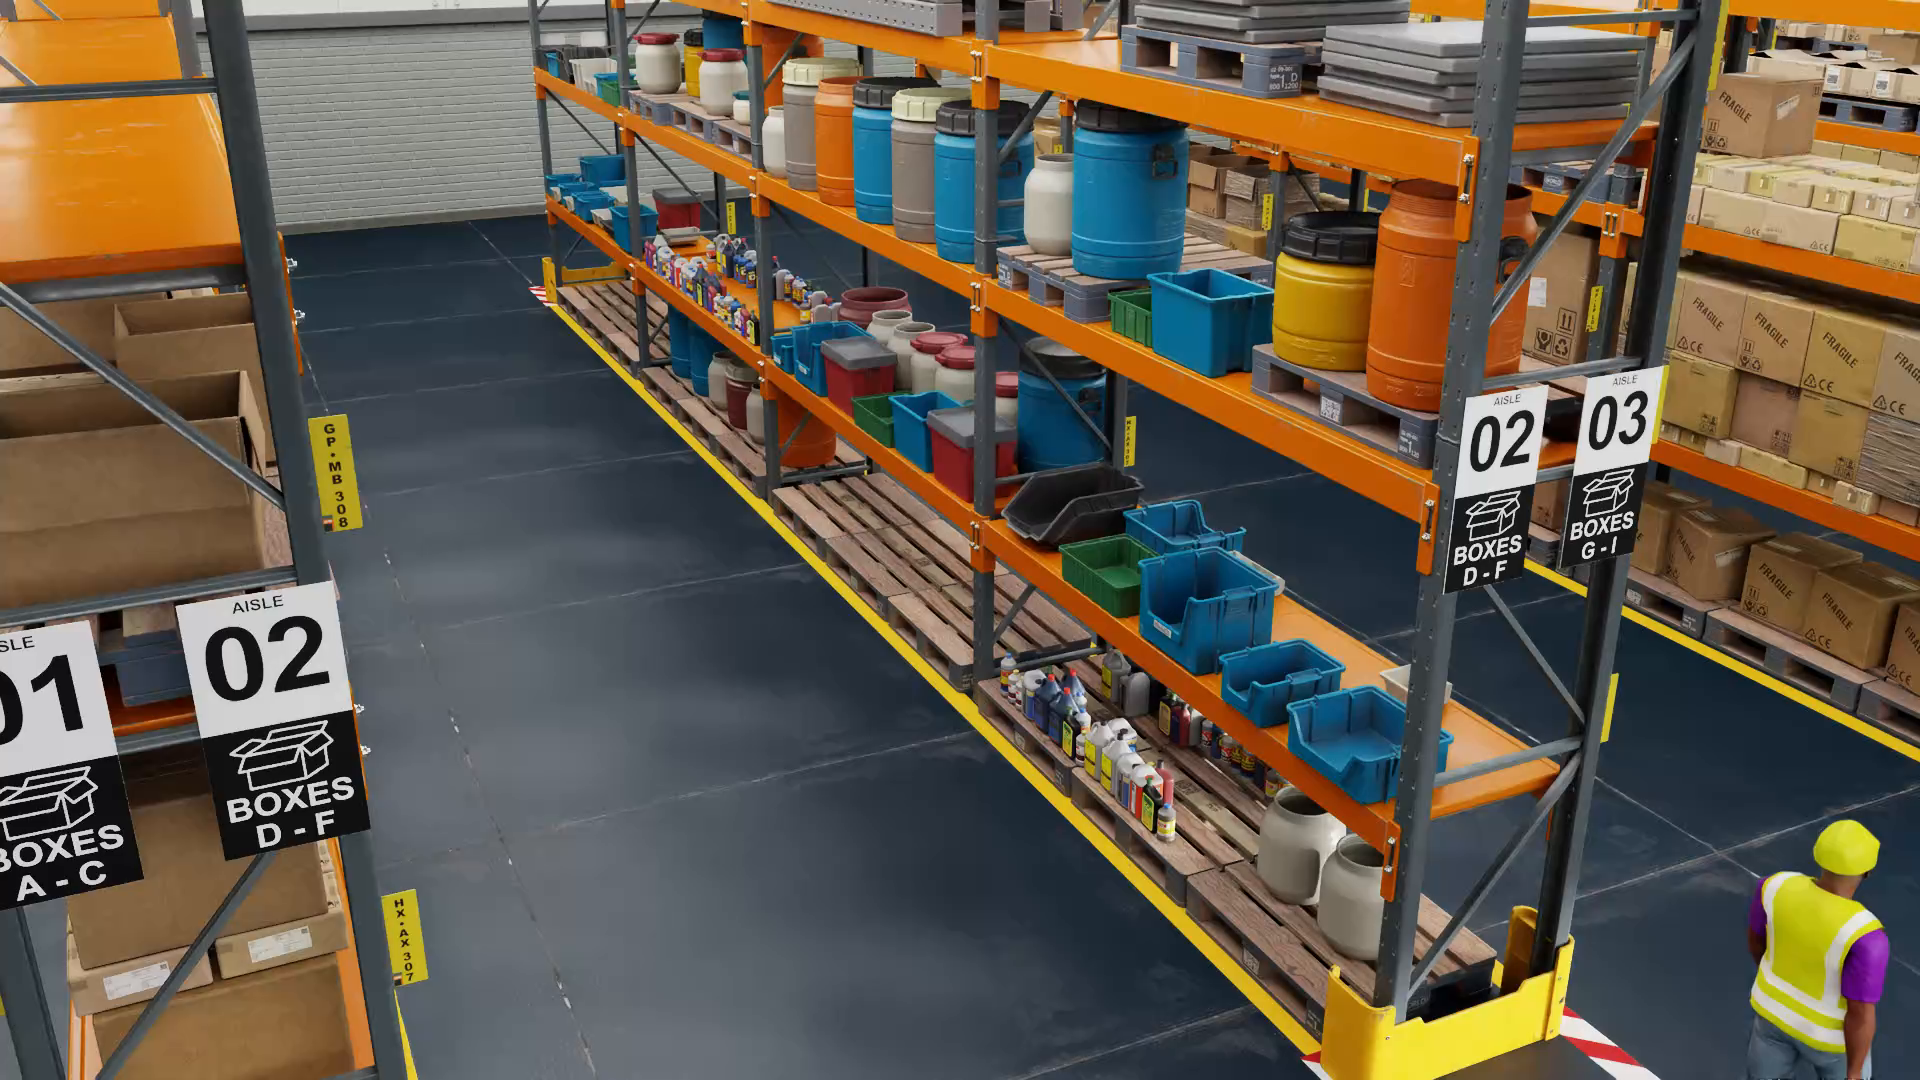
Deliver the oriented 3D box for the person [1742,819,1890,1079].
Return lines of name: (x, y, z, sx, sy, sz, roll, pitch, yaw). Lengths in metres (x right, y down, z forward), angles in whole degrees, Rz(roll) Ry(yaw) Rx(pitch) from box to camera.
person: (3.343, 1.824, 6.463, 1.014, 1.718, 0.615, -13, 25, -28)
